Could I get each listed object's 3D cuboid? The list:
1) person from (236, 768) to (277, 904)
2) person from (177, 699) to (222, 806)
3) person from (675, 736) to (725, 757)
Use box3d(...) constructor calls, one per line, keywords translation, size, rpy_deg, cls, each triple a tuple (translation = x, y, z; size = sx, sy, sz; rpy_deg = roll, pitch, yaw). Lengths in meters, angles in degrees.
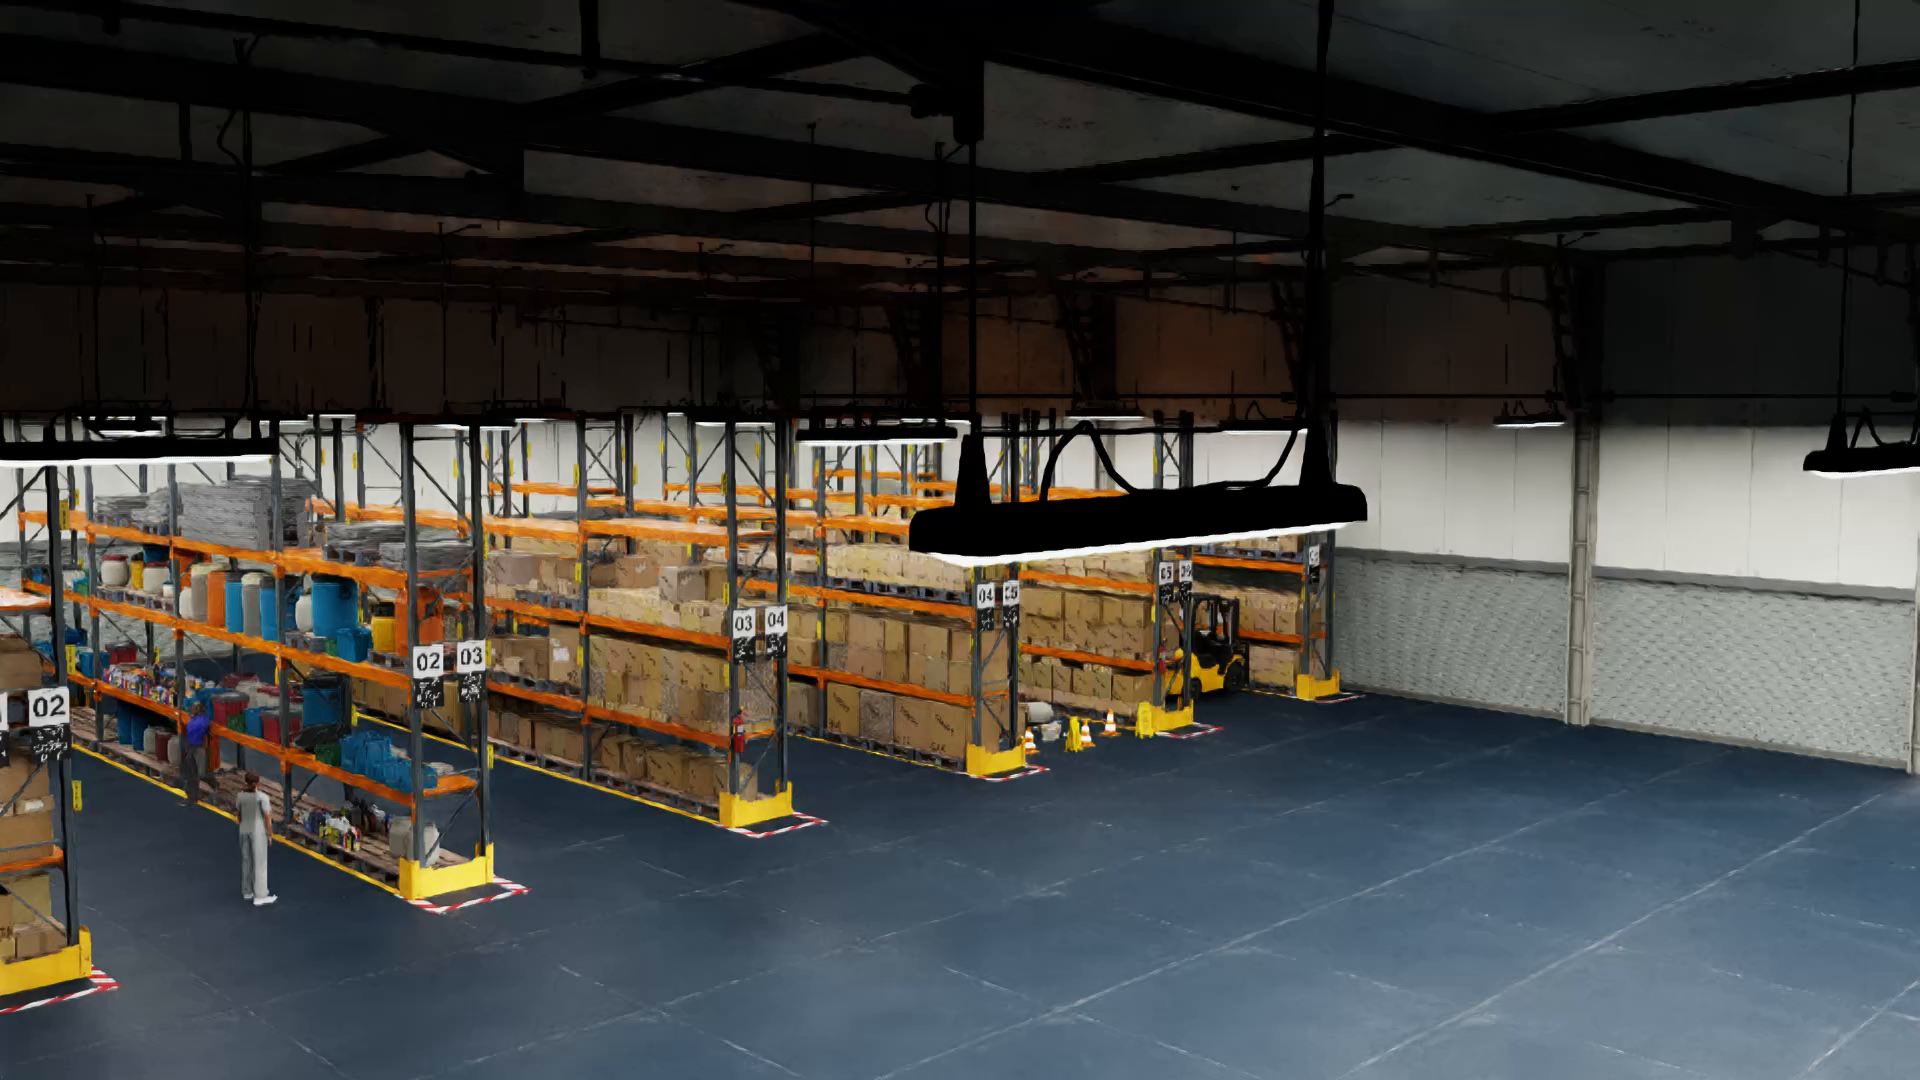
box3d(translation=(-8.789, 3.678, 20.780), size=(0.496, 1.675, 0.441), rpy_deg=(1, 5, 15), cls="person")
box3d(translation=(-11.747, 3.285, 25.701), size=(0.589, 1.647, 0.520), rpy_deg=(3, 6, 32), cls="person")
box3d(translation=(-4.589, 3.012, 28.893), size=(0.807, 1.610, 0.639), rpy_deg=(3, 6, 29), cls="person")
